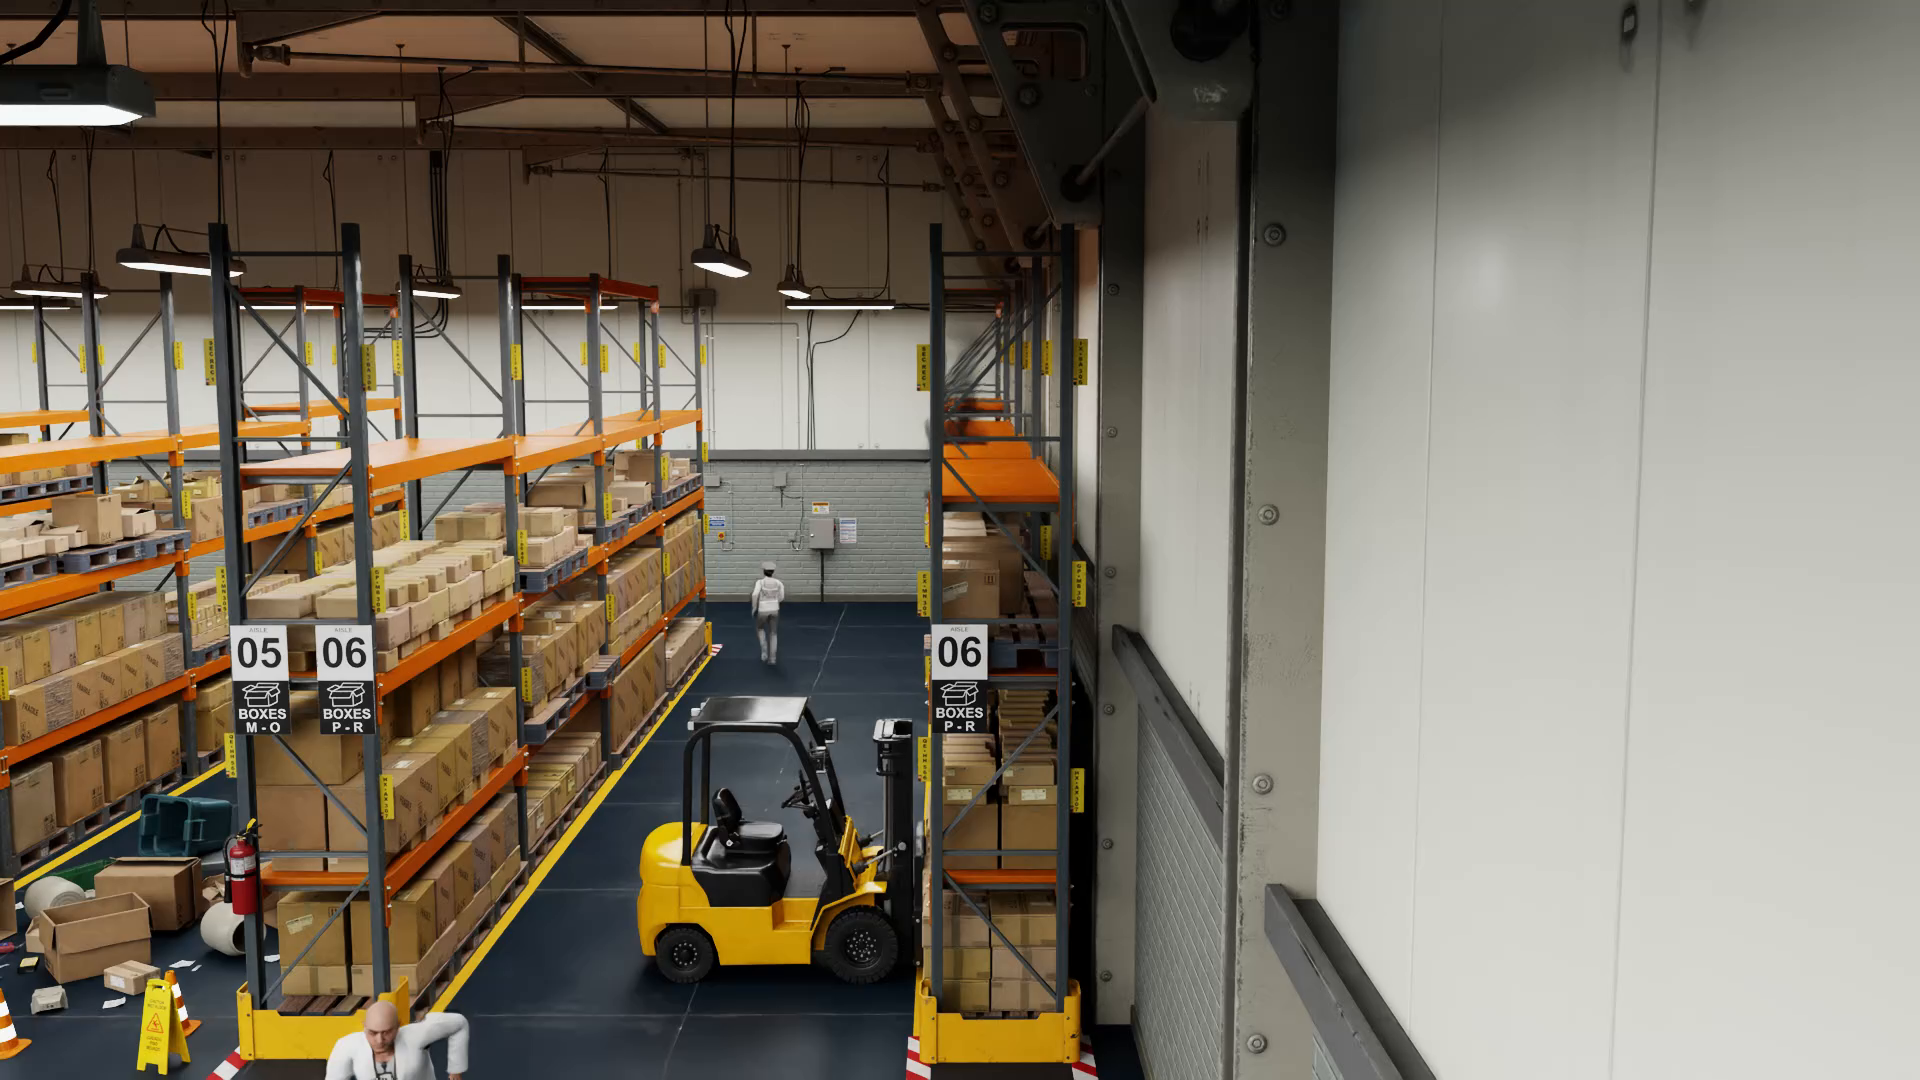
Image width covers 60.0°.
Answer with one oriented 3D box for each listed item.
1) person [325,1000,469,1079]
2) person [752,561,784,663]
[{"bbox_3d":[-3.118,3.352,9.313,0.752,1.605,1.039,-1,7,-8],"label":"person"},{"bbox_3d":[-3.153,1.171,27.150,0.585,1.649,0.690,-2,7,-19],"label":"person"}]
